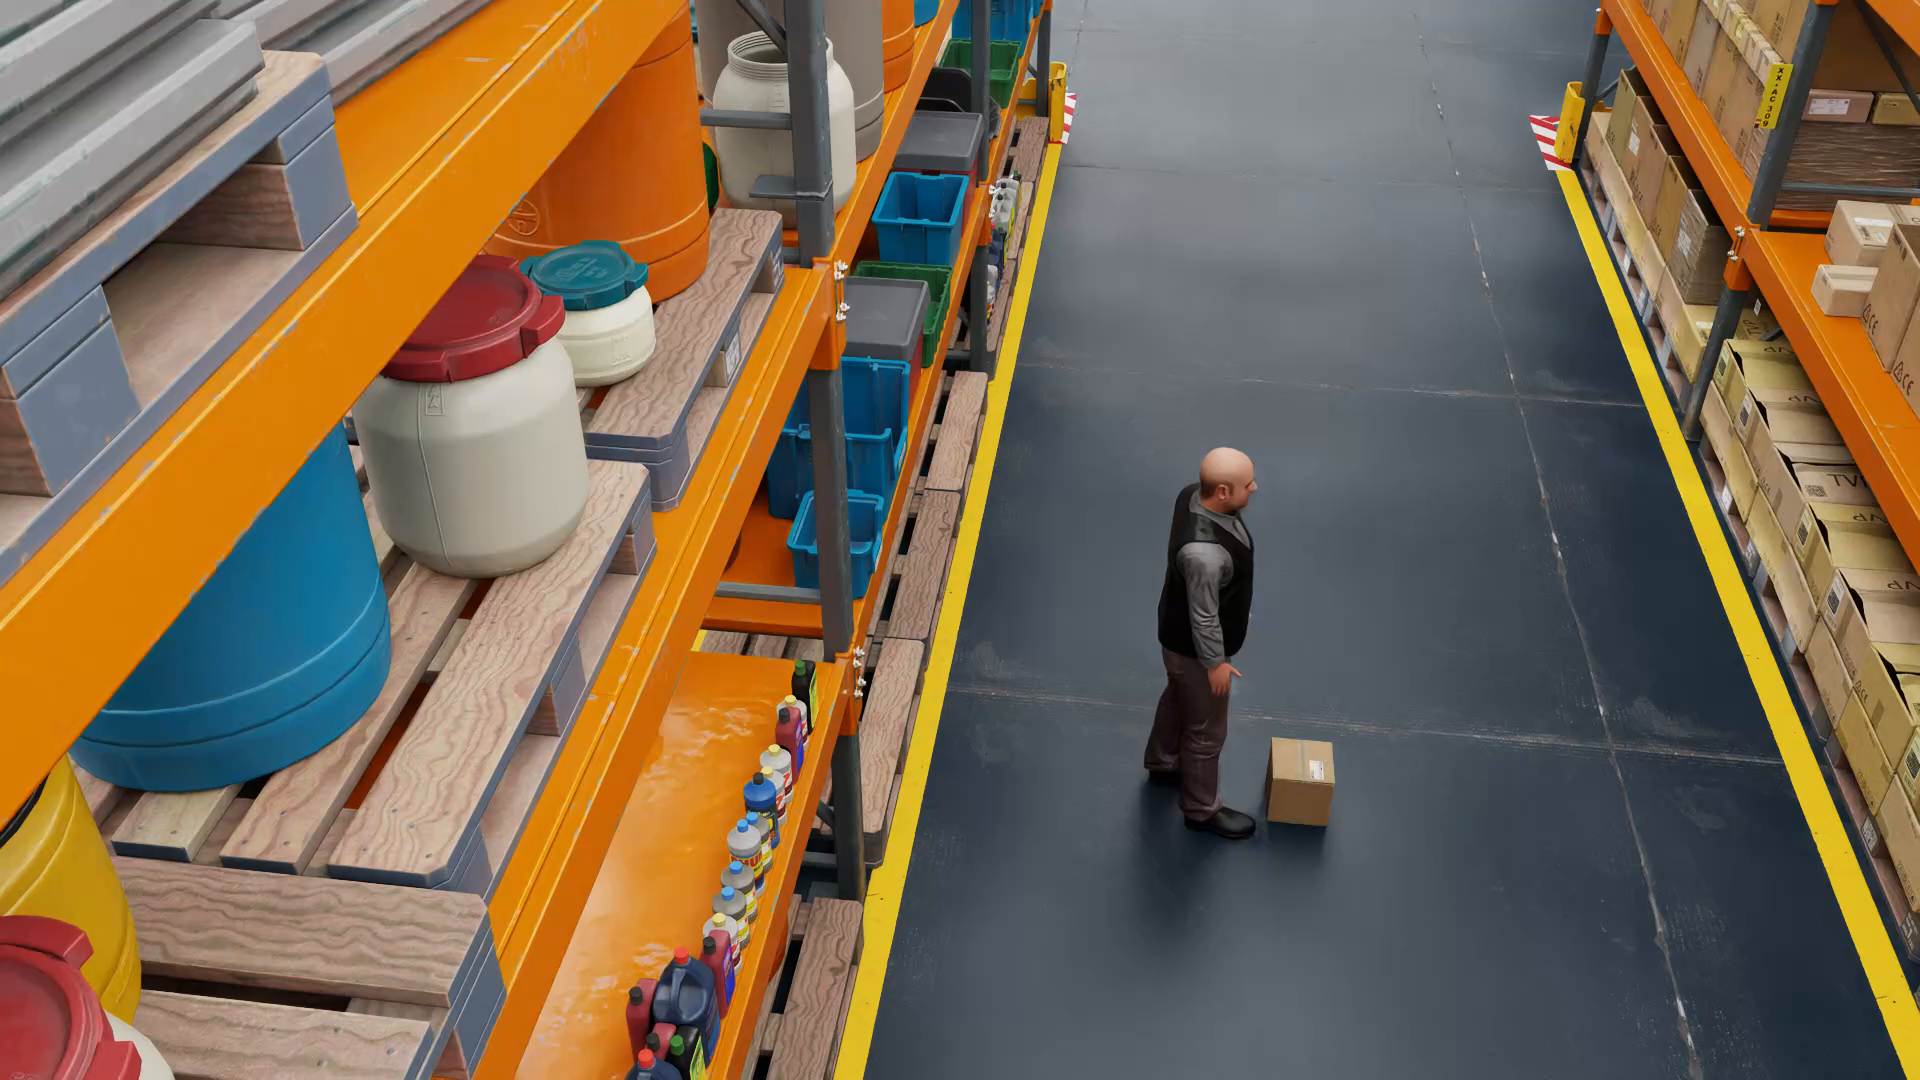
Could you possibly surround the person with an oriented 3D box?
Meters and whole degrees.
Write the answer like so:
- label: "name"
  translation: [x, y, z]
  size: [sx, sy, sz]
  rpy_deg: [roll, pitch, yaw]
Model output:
- label: "person"
  translation: [1.008, 0.380, 6.539]
  size: [0.480, 1.726, 0.542]
  rpy_deg: [5, 36, 6]
